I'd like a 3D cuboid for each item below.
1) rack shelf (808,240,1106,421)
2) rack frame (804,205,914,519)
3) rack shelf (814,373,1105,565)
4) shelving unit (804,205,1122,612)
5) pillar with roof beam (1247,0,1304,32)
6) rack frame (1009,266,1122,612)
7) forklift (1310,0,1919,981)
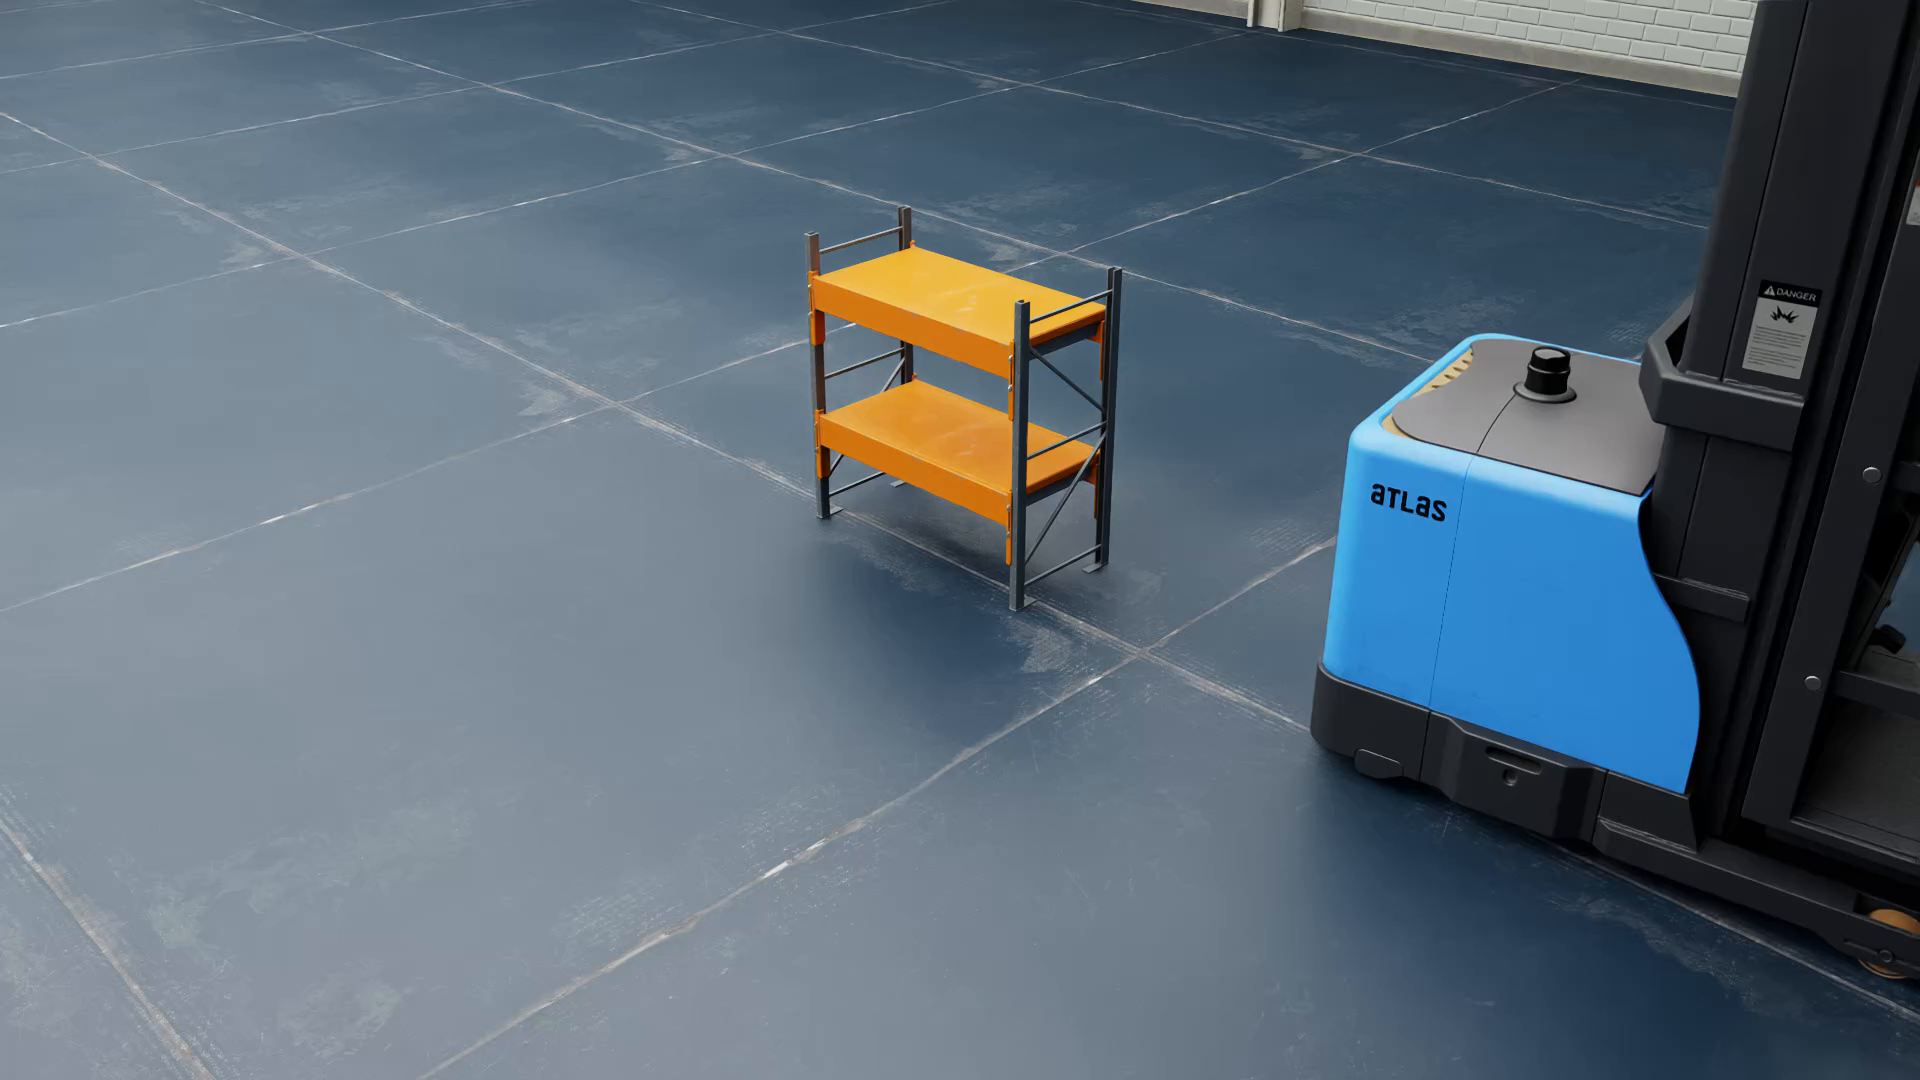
[{"bbox_3d":[-0.005,-0.759,5.856,1.000,0.278,0.538,25,36,38],"label":"rack shelf"},{"bbox_3d":[-0.367,-0.666,6.308,0.032,1.125,0.500,25,36,38],"label":"rack frame"},{"bbox_3d":[-0.005,-0.284,6.106,1.000,0.278,0.538,25,36,38],"label":"rack shelf"},{"bbox_3d":[-0.005,-0.500,5.992,1.048,1.125,0.538,25,36,38],"label":"shelving unit"},{"bbox_3d":[-0.156,-7.232,10.334,0.400,9.000,9.100,25,36,38],"label":"pillar with roof beam"},{"bbox_3d":[0.358,-0.334,5.677,0.032,1.125,0.500,25,36,38],"label":"rack frame"},{"bbox_3d":[2.547,-0.431,3.920,3.031,2.935,1.130,18,33,31],"label":"forklift"}]
